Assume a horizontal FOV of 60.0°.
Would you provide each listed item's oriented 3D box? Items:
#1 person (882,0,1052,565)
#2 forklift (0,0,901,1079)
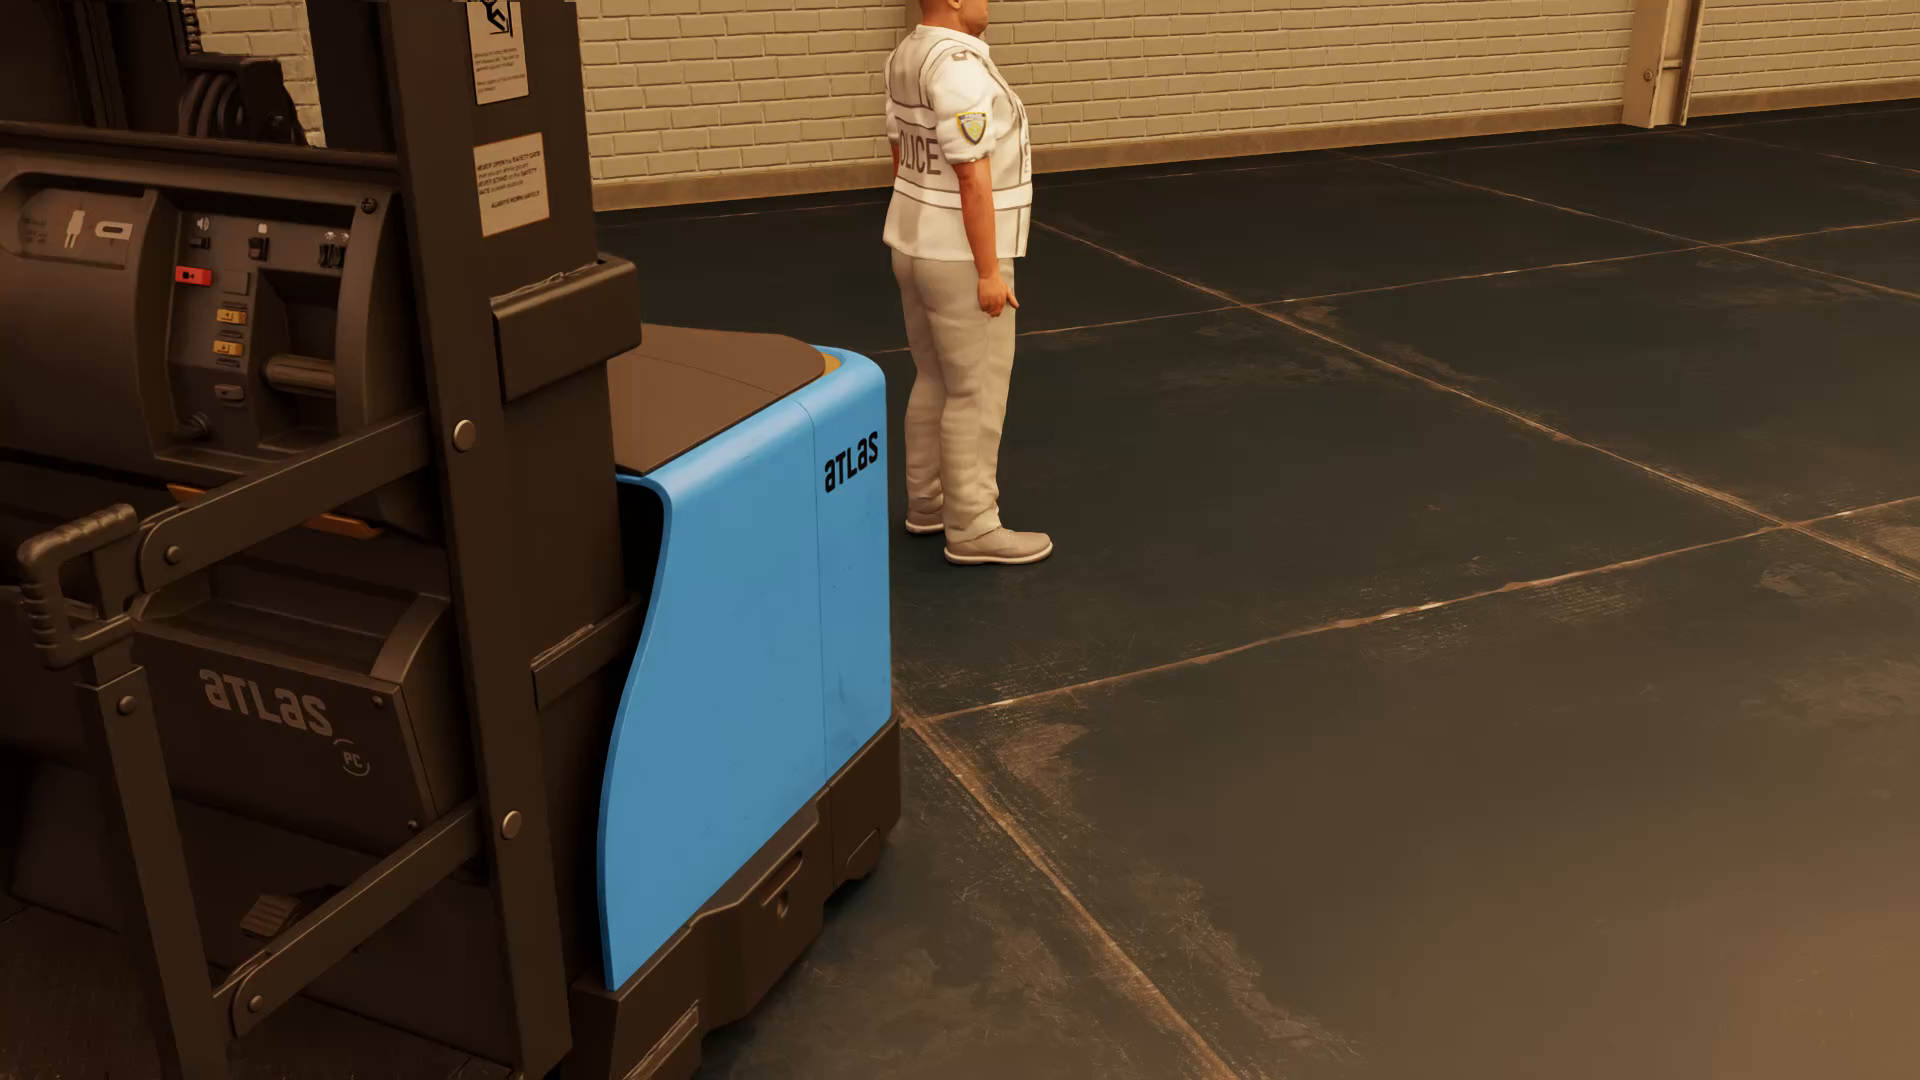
[{"bbox_3d":[0.003,-0.821,4.774,0.407,1.776,0.526,-10,25,-23],"label":"person"},{"bbox_3d":[-1.191,-0.281,1.964,1.130,2.935,3.031,10,24,22],"label":"forklift"}]
